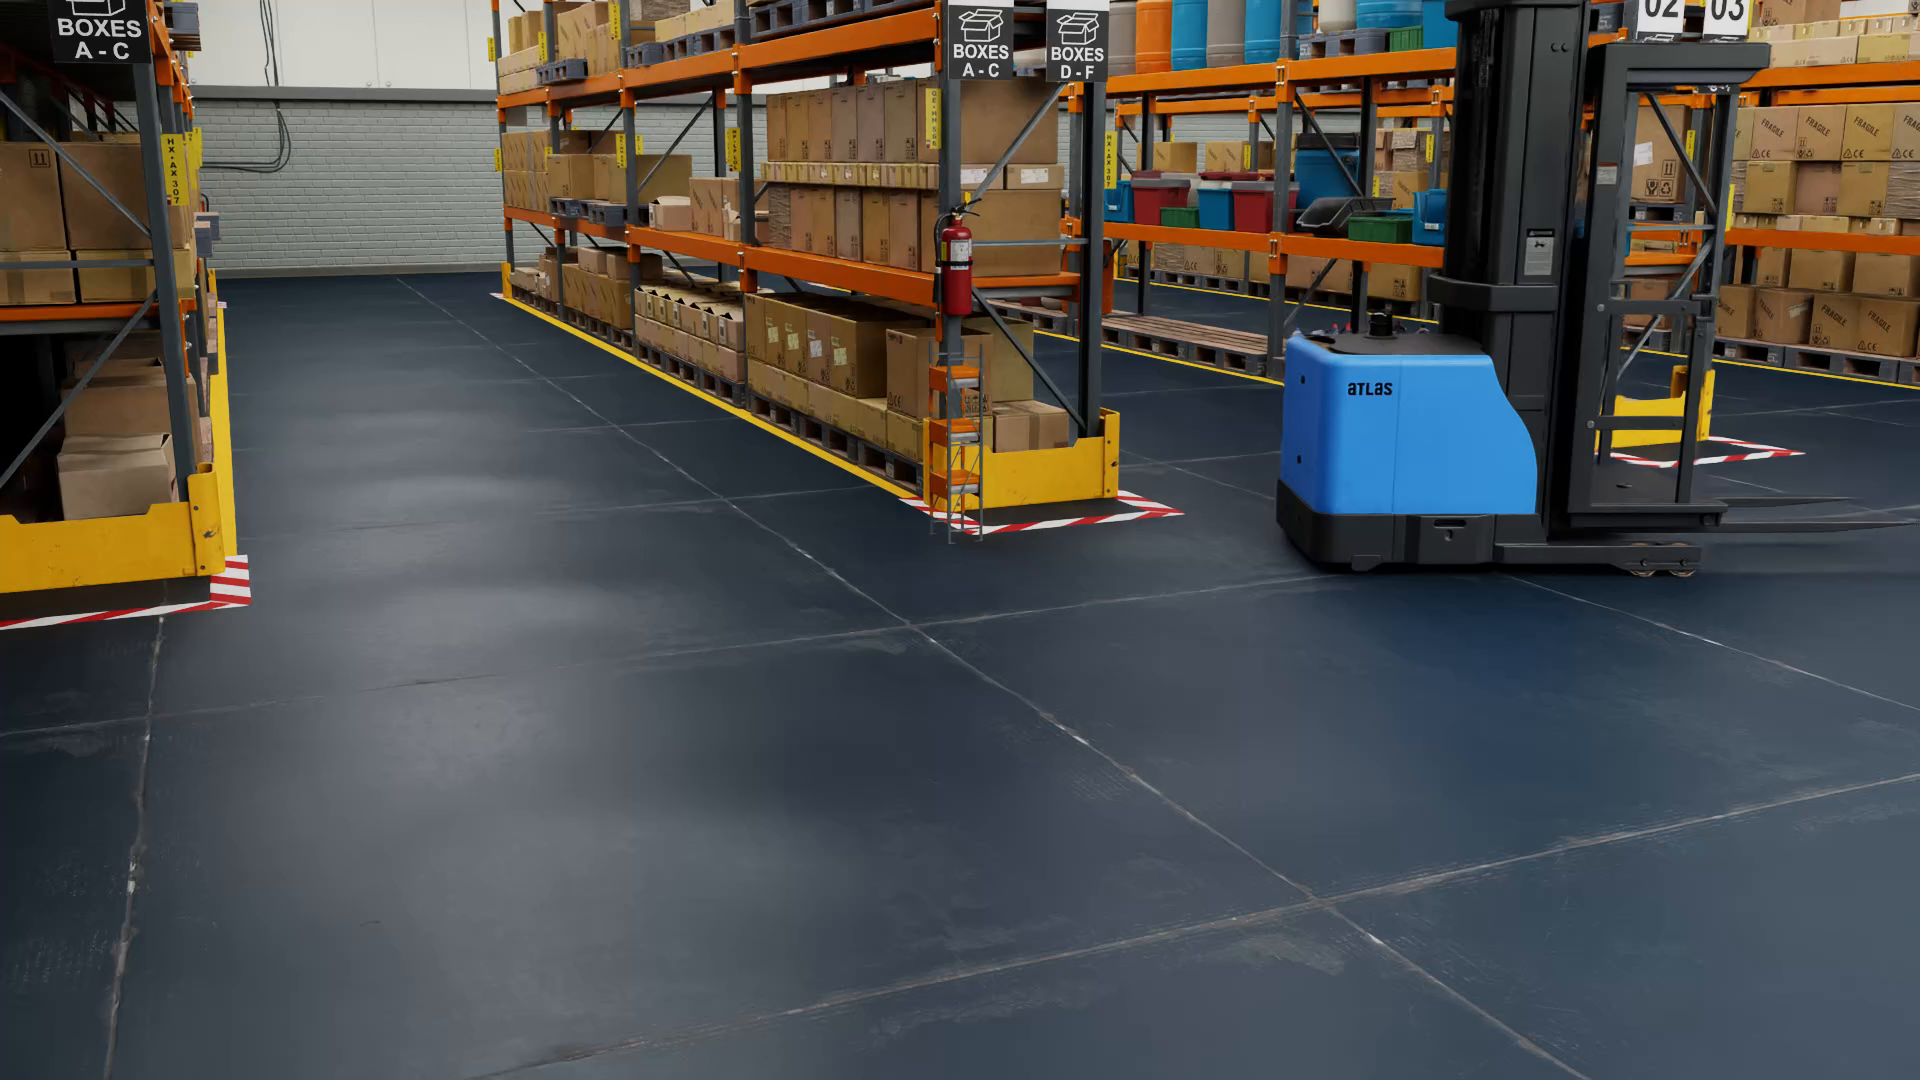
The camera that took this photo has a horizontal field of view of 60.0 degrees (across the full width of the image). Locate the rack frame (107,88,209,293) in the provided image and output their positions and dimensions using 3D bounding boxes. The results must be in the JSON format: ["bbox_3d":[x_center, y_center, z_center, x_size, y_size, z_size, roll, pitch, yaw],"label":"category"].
[{"bbox_3d":[-10.587,-4.569,21.957,1.000,3.000,0.127,-6,14,-23],"label":"rack frame"}]

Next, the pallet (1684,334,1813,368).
[{"bbox_3d":[8.137,-1.937,16.773,1.003,0.211,1.213,-6,14,-23],"label":"pallet"}]

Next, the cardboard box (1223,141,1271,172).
[{"bbox_3d":[4.202,-5.592,24.390,0.500,0.500,0.500,-5,14,-21],"label":"cardboard box"}]

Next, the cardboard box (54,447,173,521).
[{"bbox_3d":[-4.373,-0.318,8.581,0.500,0.311,0.500,-7,15,-29],"label":"cardboard box"}]

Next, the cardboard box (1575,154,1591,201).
[{"bbox_3d":[7.056,-4.036,18.497,0.797,0.503,0.637,-4,14,-17],"label":"cardboard box"}]

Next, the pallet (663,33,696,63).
[{"bbox_3d":[-2.041,-4.370,14.867,1.003,0.211,1.213,-5,14,-20],"label":"pallet"}]

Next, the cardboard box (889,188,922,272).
[{"bbox_3d":[-0.031,-1.966,10.488,0.700,0.500,0.500,-5,14,-22],"label":"cardboard box"}]

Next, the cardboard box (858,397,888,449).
[{"bbox_3d":[-0.337,-0.762,10.679,0.500,0.250,0.500,-6,14,-23],"label":"cardboard box"}]

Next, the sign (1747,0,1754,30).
[{"bbox_3d":[5.405,-3.672,11.412,0.100,0.325,0.005,-6,14,-23],"label":"sign"}]

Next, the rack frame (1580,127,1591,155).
[{"bbox_3d":[12.109,-6.806,31.624,1.000,3.000,0.127,-6,14,-23],"label":"rack frame"}]

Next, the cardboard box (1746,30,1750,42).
[{"bbox_3d":[7.683,-4.919,16.268,0.380,0.149,0.250,-6,14,-25],"label":"cardboard box"}]

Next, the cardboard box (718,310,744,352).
[{"bbox_3d":[-1.668,-1.734,13.631,0.500,0.311,0.500,-6,14,-23],"label":"cardboard box"}]

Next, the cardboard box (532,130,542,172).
[{"bbox_3d":[-5.095,-4.913,21.005,0.500,0.500,0.500,-6,14,-24],"label":"cardboard box"}]

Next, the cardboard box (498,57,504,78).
[{"bbox_3d":[-6.083,-6.519,22.956,0.500,0.250,0.500,-6,14,-23],"label":"cardboard box"}]

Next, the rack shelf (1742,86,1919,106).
[{"bbox_3d":[11.619,-5.383,20.418,1.077,0.370,4.000,-6,14,-23],"label":"rack shelf"}]

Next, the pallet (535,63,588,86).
[{"bbox_3d":[-4.251,-5.419,19.396,1.213,0.211,1.003,-6,14,-23],"label":"pallet"}]

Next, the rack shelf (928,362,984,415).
[{"bbox_3d":[-0.021,-0.789,8.737,0.215,0.259,0.240,-6,14,-23],"label":"rack shelf"}]

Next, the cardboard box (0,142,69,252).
[{"bbox_3d":[-4.562,-1.643,7.942,0.500,0.500,0.500,-6,14,-24],"label":"cardboard box"}]

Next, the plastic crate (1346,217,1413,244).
[{"bbox_3d":[3.582,-2.575,13.813,0.450,0.188,0.662,-6,14,-23],"label":"plastic crate"}]

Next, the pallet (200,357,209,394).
[{"bbox_3d":[-7.071,-1.396,14.432,1.003,0.211,1.213,-6,14,-23],"label":"pallet"}]

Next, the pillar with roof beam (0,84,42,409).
[{"bbox_3d":[-3.710,-5.881,14.321,9.100,9.000,0.400,-6,14,-23],"label":"pillar with roof beam"}]

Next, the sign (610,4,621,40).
[{"bbox_3d":[-3.343,-5.029,16.146,0.100,0.325,0.005,-6,14,-23],"label":"sign"}]

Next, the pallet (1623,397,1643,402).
[{"bbox_3d":[4.505,-0.979,12.632,1.003,0.211,1.213,-6,14,-23],"label":"pallet"}]

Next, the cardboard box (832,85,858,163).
[{"bbox_3d":[-0.456,-2.816,11.286,0.700,0.500,0.500,-6,14,-23],"label":"cardboard box"}]

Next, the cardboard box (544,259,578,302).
[{"bbox_3d":[-4.936,-3.279,20.953,0.500,0.500,0.500,-6,14,-23],"label":"cardboard box"}]

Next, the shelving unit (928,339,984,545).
[{"bbox_3d":[-0.021,-0.523,8.799,0.215,1.050,0.252,-6,14,-23],"label":"shelving unit"}]

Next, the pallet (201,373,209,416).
[{"bbox_3d":[-6.586,-1.144,13.344,1.003,0.211,1.213,-6,14,-23],"label":"pallet"}]

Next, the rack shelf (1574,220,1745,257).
[{"bbox_3d":[7.034,-3.494,18.911,1.077,0.370,4.000,-6,14,-23],"label":"rack shelf"}]

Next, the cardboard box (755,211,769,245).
[{"bbox_3d":[-1.480,-2.562,13.621,0.500,0.250,0.500,-5,14,-19],"label":"cardboard box"}]

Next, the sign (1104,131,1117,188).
[{"bbox_3d":[0.870,-2.220,9.716,0.100,0.325,0.005,-6,14,-23],"label":"sign"}]

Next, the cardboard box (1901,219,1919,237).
[{"bbox_3d":[8.619,-2.780,14.785,0.380,0.149,0.250,-6,14,-23],"label":"cardboard box"}]

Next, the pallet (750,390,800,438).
[{"bbox_3d":[-0.963,-1.011,12.770,1.003,0.211,1.213,-6,14,-23],"label":"pallet"}]

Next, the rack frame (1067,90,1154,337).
[{"bbox_3d":[1.695,-3.811,18.682,1.000,3.000,0.127,-6,14,-23],"label":"rack frame"}]

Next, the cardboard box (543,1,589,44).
[{"bbox_3d":[-4.677,-6.285,20.280,0.700,0.500,0.500,-6,14,-23],"label":"cardboard box"}]

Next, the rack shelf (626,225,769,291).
[{"bbox_3d":[-2.044,-2.600,15.048,1.077,0.370,4.000,-6,14,-23],"label":"rack shelf"}]

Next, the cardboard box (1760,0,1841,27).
[{"bbox_3d":[8.249,-5.260,16.303,0.500,0.500,0.500,-6,14,-25],"label":"cardboard box"}]

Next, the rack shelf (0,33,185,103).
[{"bbox_3d":[-6.582,-3.613,12.773,1.077,0.370,4.000,-6,14,-23],"label":"rack shelf"}]

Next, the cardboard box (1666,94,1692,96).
[{"bbox_3d":[10.144,-6.392,22.963,0.500,0.500,0.500,-6,14,-23],"label":"cardboard box"}]

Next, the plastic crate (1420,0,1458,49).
[{"bbox_3d":[3.860,-3.978,12.789,0.392,0.384,0.575,-6,14,-23],"label":"plastic crate"}]

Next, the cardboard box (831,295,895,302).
[{"bbox_3d":[-0.667,-1.587,12.580,0.500,0.500,0.500,-6,14,-23],"label":"cardboard box"}]

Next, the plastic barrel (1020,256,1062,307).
[{"bbox_3d":[1.031,-3.173,20.345,0.600,0.588,0.708,-6,14,-23],"label":"plastic barrel"}]

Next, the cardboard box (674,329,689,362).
[{"bbox_3d":[-2.284,-1.778,15.065,0.500,0.250,0.500,-5,14,-22],"label":"cardboard box"}]

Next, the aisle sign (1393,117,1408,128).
[{"bbox_3d":[7.859,-7.647,29.491,0.394,0.787,0.004,-6,14,-23],"label":"aisle sign"}]

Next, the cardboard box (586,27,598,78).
[{"bbox_3d":[-3.463,-5.174,17.698,0.910,0.500,0.500,-6,14,-23],"label":"cardboard box"}]

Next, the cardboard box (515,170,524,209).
[{"bbox_3d":[-5.704,-4.740,22.476,0.500,0.500,0.500,-6,14,-23],"label":"cardboard box"}]

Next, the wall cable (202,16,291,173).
[{"bbox_3d":[-12.525,-7.179,26.819,3.097,2.526,0.112,-6,14,-23],"label":"wall cable"}]

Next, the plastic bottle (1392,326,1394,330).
[{"bbox_3d":[3.819,-1.801,14.898,0.144,0.351,0.185,-6,14,-24],"label":"plastic bottle"}]

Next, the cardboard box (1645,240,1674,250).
[{"bbox_3d":[10.092,-4.258,23.565,0.500,0.250,0.500,-5,14,-22],"label":"cardboard box"}]

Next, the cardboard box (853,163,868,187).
[{"bbox_3d":[-0.488,-2.405,10.948,0.380,0.149,0.250,-5,14,-21],"label":"cardboard box"}]

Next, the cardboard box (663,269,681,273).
[{"bbox_3d":[-3.391,-2.799,18.881,0.500,0.500,0.500,-6,14,-25],"label":"cardboard box"}]

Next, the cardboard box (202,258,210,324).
[{"bbox_3d":[-8.247,-2.594,17.259,0.750,0.750,0.750,-5,14,-21],"label":"cardboard box"}]

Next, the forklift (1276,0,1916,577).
[{"bbox_3d":[3.227,-1.368,8.279,3.031,2.935,1.130,0,13,-1],"label":"forklift"}]

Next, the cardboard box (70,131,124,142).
[{"bbox_3d":[-7.802,-3.555,14.988,0.500,0.250,0.500,-5,14,-21],"label":"cardboard box"}]

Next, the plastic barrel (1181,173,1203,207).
[{"bbox_3d":[2.471,-3.585,17.458,0.421,0.512,0.421,0,13,0],"label":"plastic barrel"}]

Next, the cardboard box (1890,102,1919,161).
[{"bbox_3d":[8.587,-3.584,14.602,0.500,0.500,0.500,-6,14,-23],"label":"cardboard box"}]
